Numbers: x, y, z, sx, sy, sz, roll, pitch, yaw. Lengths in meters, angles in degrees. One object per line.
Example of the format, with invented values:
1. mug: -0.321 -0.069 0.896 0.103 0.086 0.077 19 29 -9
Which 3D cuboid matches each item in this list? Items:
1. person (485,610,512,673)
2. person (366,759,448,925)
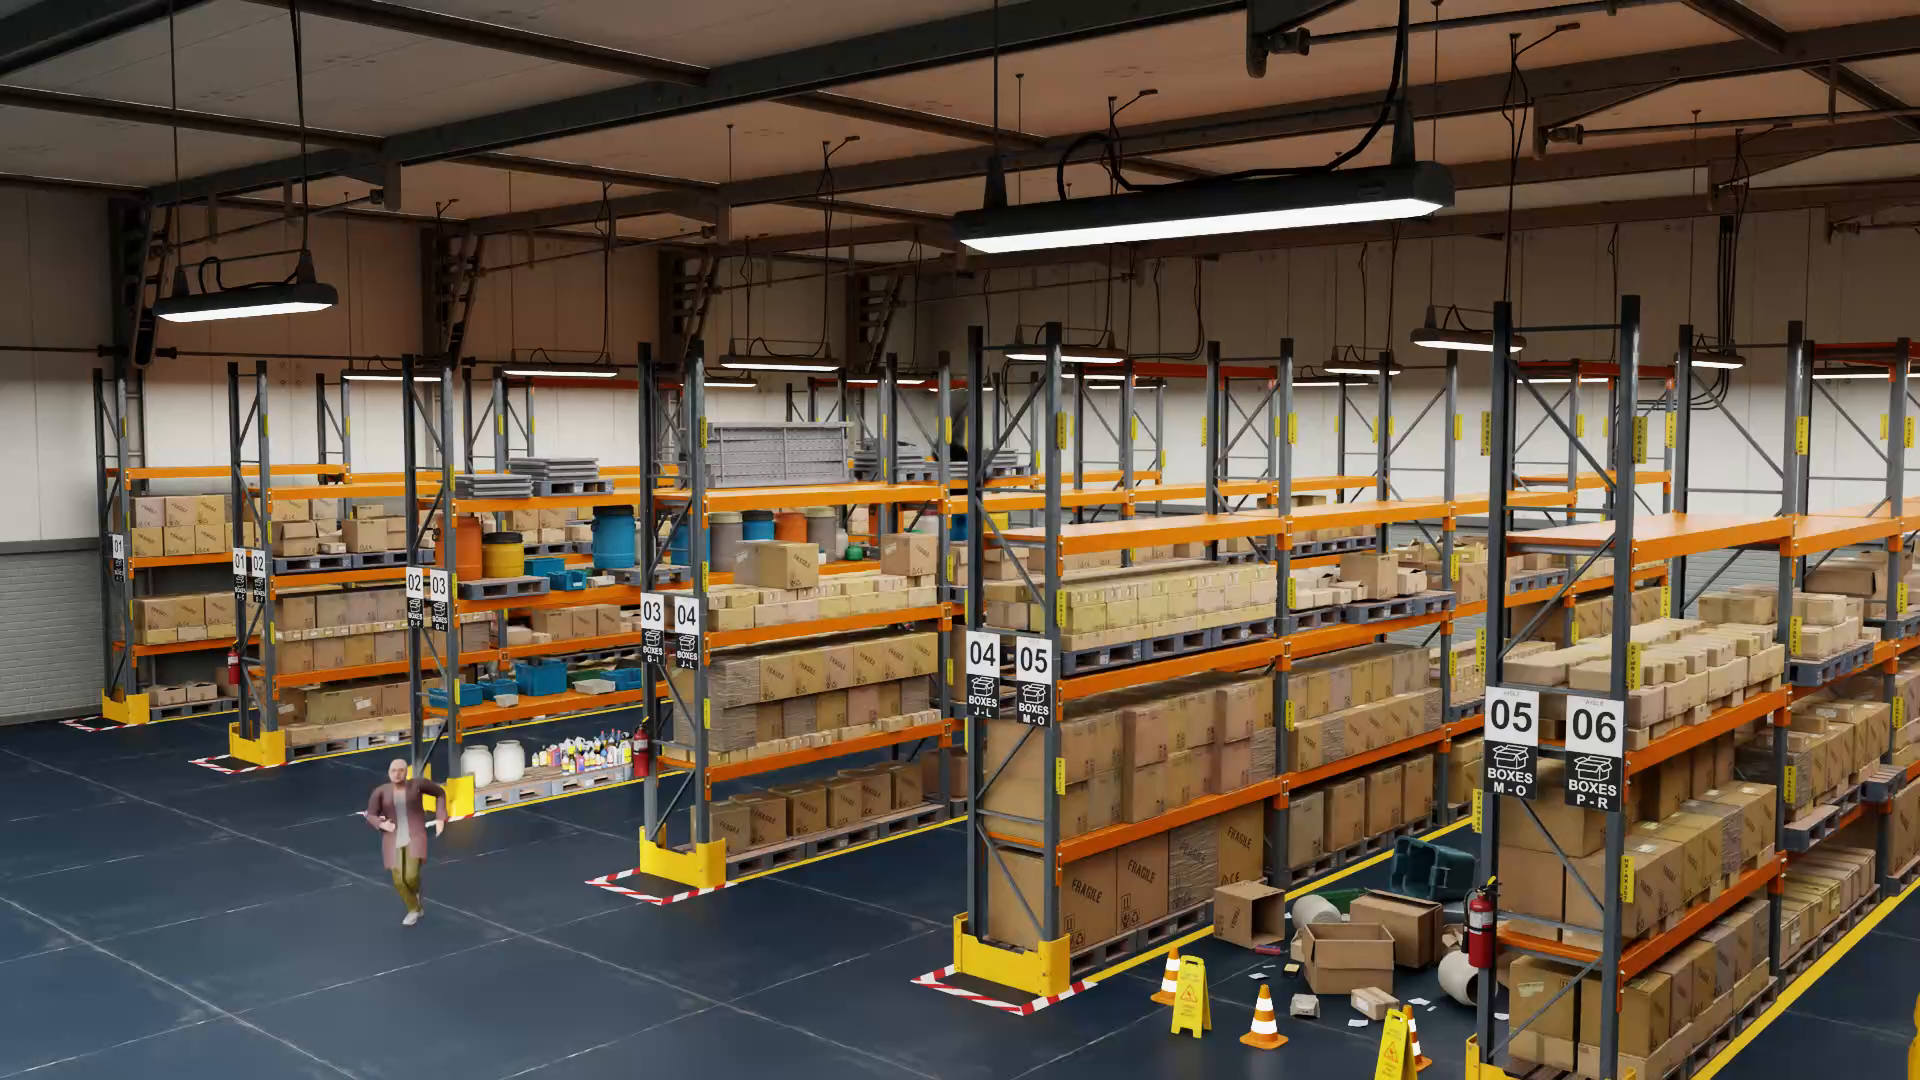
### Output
1. person: -8.631 2.094 31.041 0.599 1.620 0.662 3 5 31
2. person: -5.591 3.062 16.791 0.761 1.728 0.723 -1 4 -10
